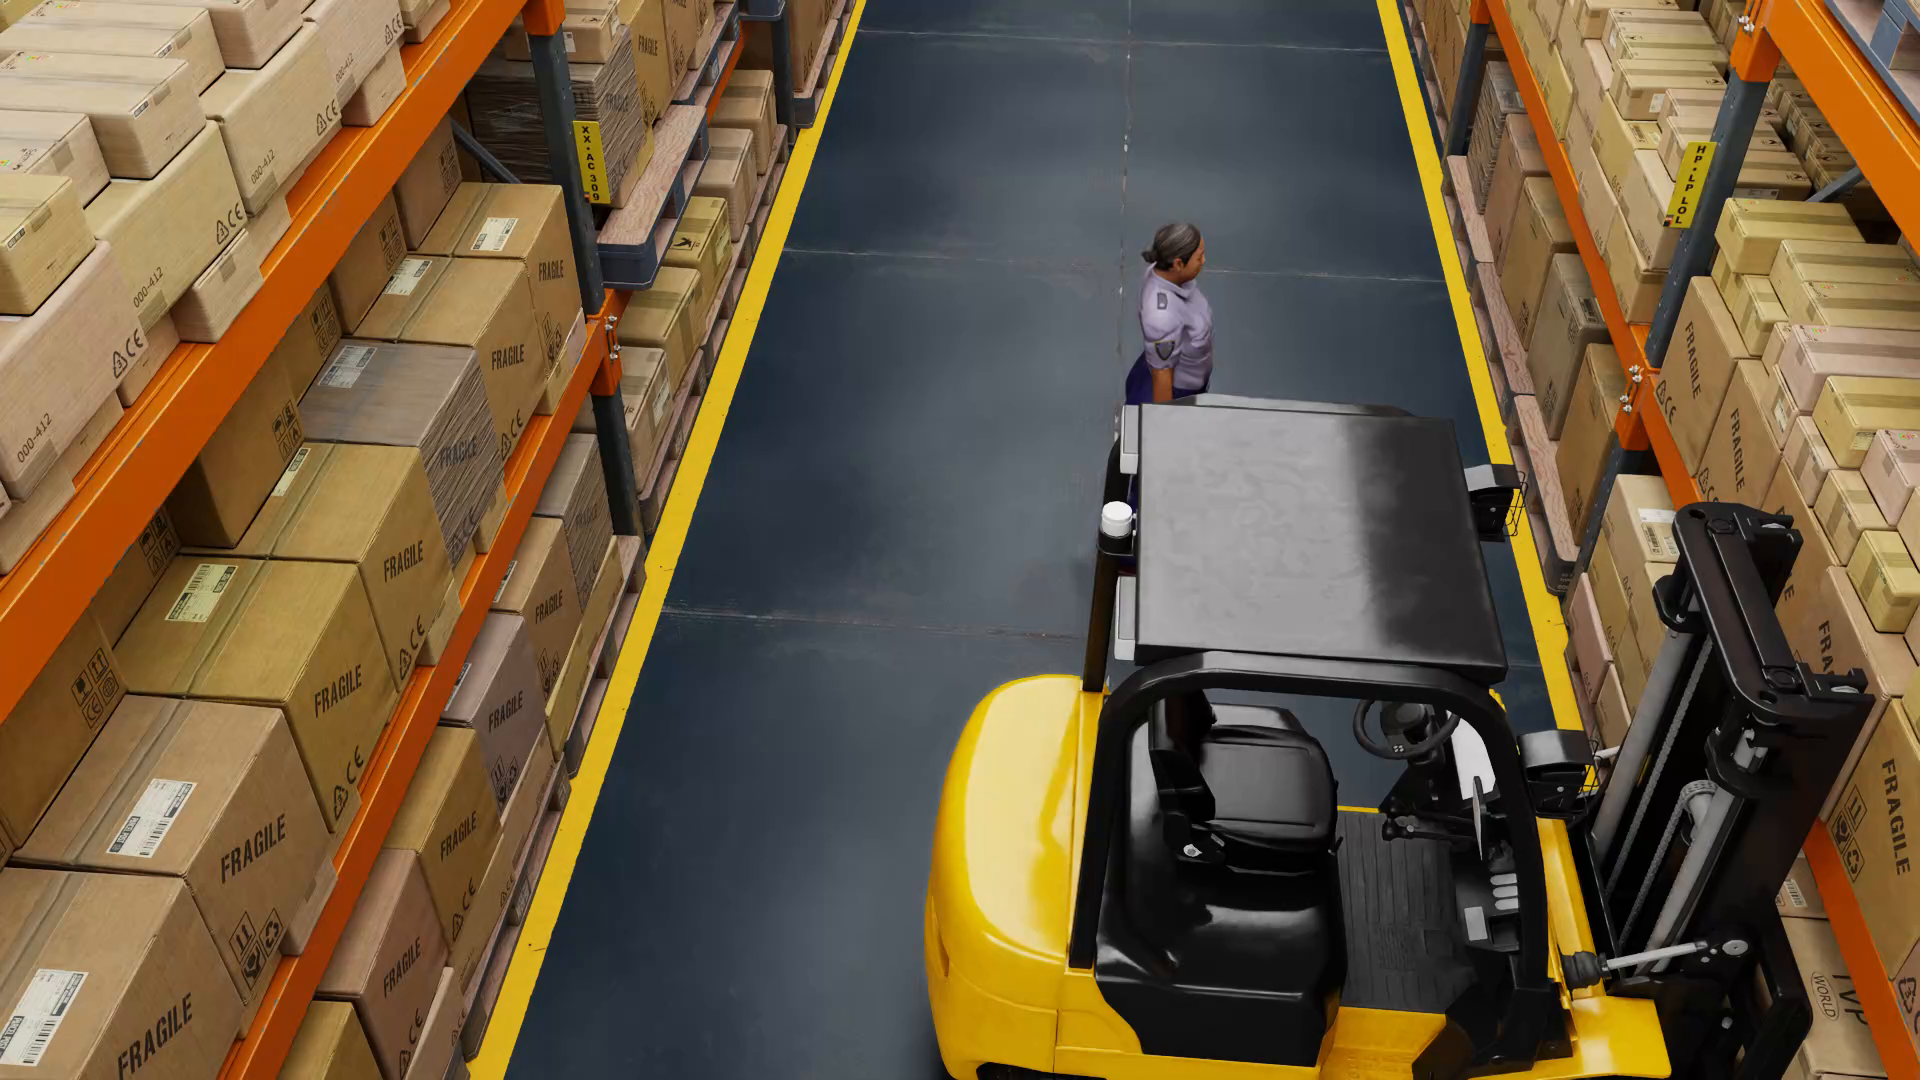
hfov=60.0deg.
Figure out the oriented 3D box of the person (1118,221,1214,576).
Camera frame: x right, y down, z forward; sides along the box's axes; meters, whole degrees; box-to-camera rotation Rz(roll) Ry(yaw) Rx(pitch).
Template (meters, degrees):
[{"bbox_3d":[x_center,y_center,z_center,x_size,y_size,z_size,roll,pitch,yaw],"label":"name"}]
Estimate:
[{"bbox_3d":[0.848,-0.572,6.862,0.342,1.631,0.470,4,40,5],"label":"person"}]
